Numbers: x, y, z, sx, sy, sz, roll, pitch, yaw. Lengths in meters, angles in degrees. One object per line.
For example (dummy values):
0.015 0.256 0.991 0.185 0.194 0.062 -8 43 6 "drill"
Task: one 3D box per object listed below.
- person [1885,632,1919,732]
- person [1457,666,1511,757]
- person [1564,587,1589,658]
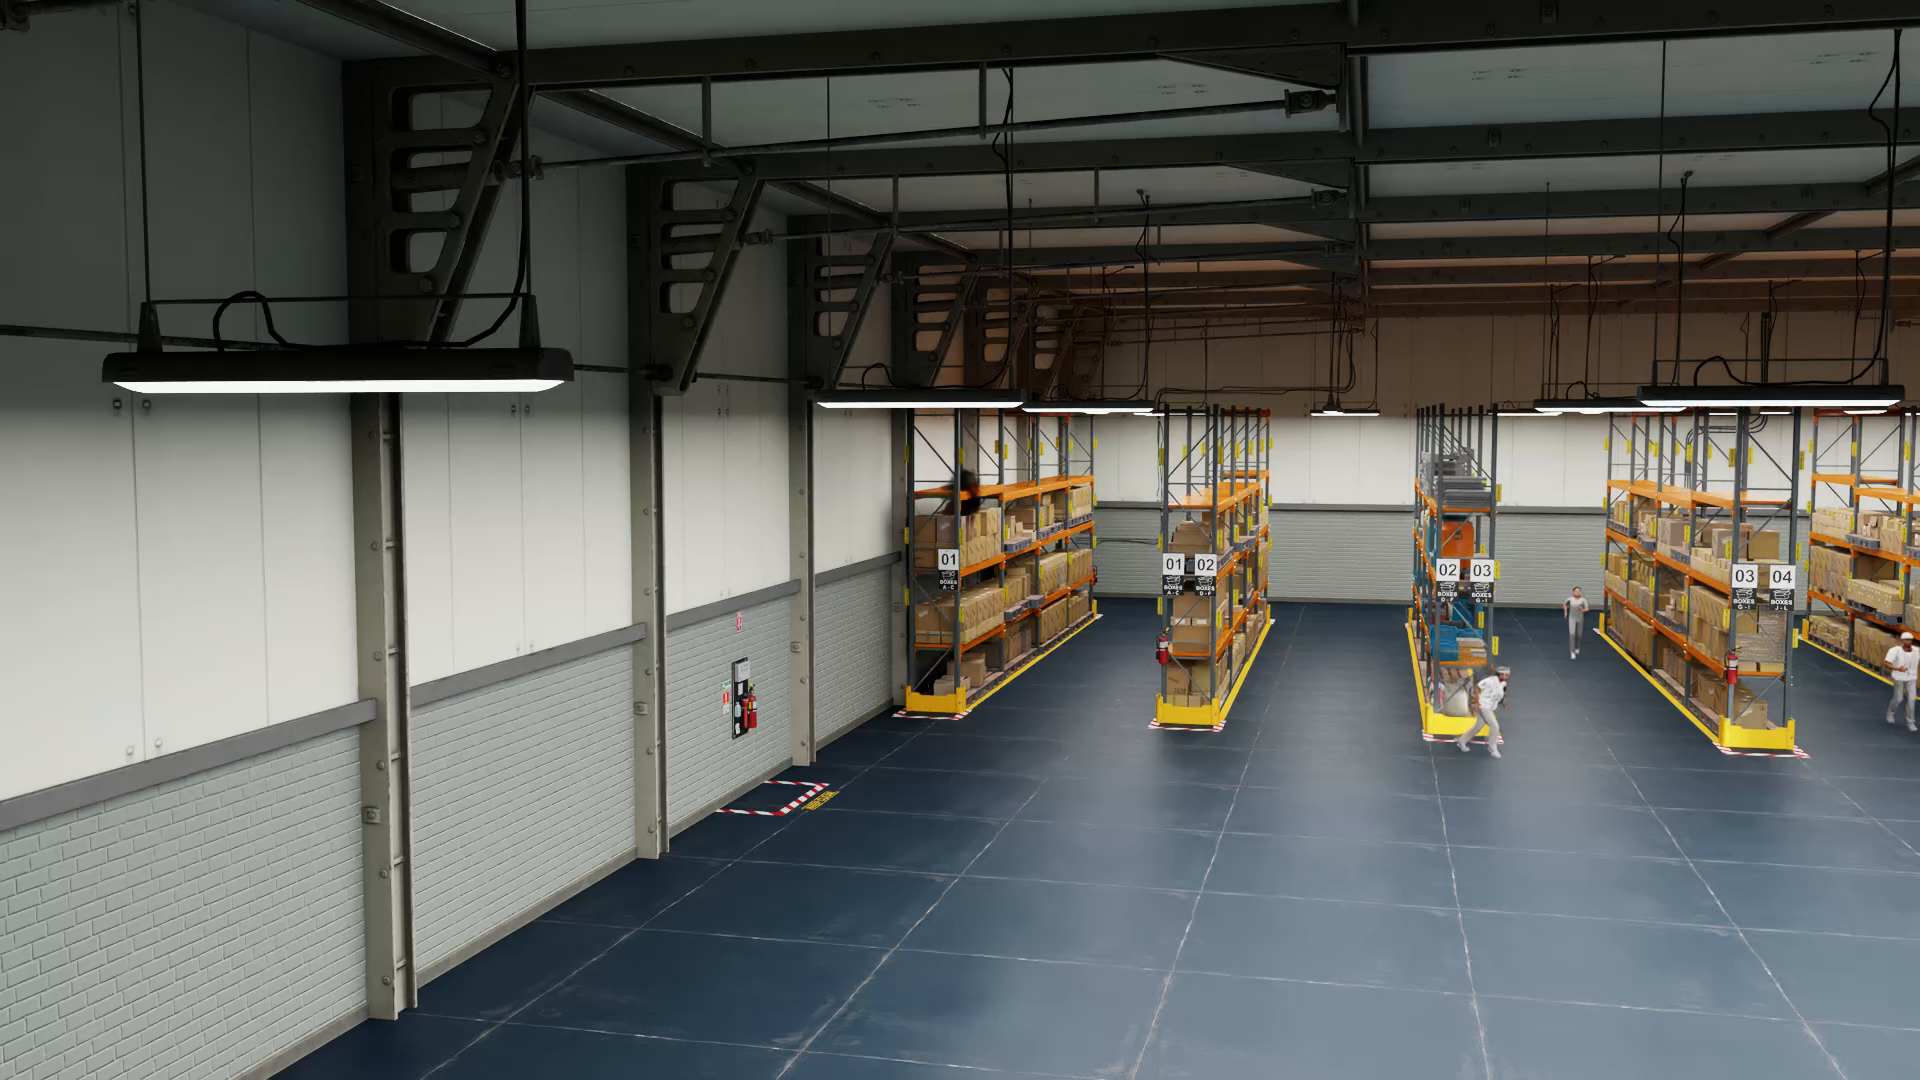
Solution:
17.494 2.592 30.804 0.723 1.795 0.864 0 4 7 "person"
8.965 2.911 28.425 0.560 1.584 0.899 -3 5 -39 "person"
14.792 1.954 39.919 0.553 1.682 0.907 1 4 16 "person"
